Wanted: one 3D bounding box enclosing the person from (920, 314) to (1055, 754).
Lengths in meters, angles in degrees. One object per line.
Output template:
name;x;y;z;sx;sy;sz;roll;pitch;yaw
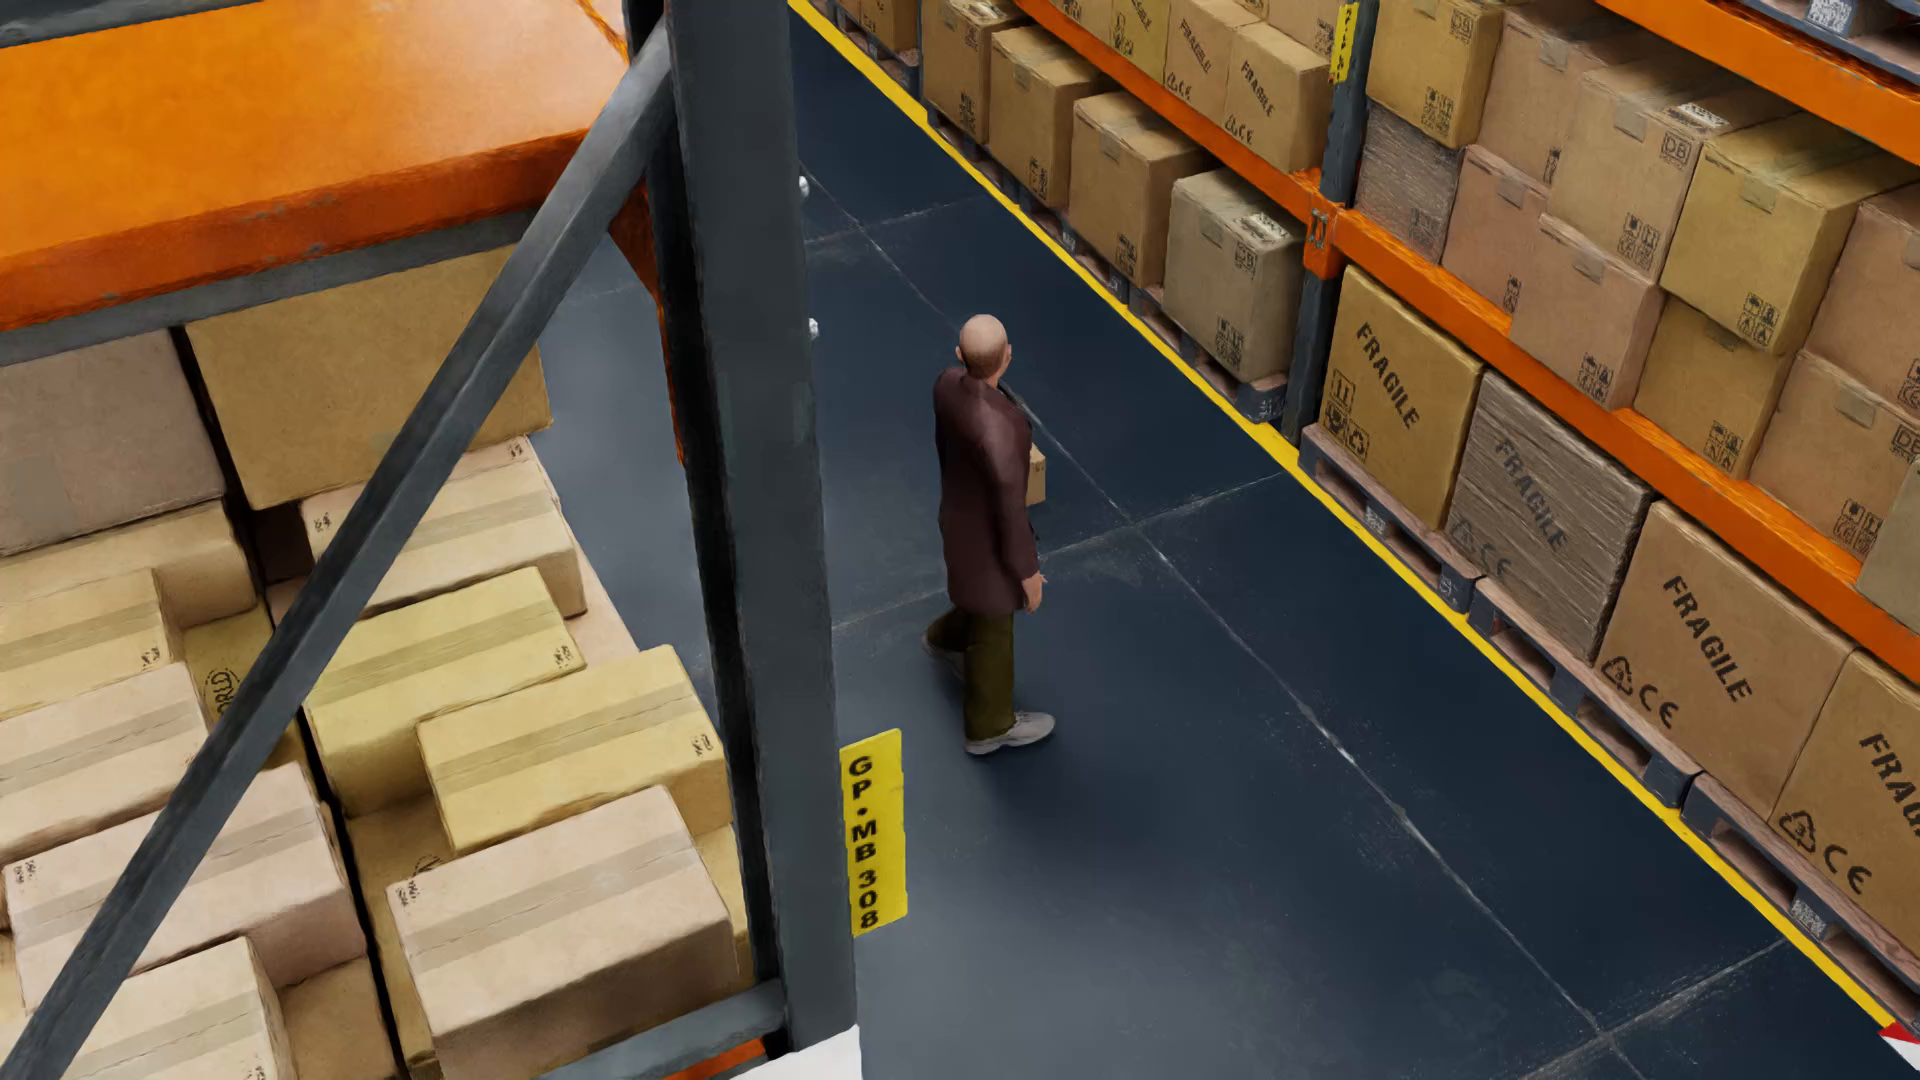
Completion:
person;0.105;-0.028;6.201;0.464;1.749;0.666;-7;41;-8
